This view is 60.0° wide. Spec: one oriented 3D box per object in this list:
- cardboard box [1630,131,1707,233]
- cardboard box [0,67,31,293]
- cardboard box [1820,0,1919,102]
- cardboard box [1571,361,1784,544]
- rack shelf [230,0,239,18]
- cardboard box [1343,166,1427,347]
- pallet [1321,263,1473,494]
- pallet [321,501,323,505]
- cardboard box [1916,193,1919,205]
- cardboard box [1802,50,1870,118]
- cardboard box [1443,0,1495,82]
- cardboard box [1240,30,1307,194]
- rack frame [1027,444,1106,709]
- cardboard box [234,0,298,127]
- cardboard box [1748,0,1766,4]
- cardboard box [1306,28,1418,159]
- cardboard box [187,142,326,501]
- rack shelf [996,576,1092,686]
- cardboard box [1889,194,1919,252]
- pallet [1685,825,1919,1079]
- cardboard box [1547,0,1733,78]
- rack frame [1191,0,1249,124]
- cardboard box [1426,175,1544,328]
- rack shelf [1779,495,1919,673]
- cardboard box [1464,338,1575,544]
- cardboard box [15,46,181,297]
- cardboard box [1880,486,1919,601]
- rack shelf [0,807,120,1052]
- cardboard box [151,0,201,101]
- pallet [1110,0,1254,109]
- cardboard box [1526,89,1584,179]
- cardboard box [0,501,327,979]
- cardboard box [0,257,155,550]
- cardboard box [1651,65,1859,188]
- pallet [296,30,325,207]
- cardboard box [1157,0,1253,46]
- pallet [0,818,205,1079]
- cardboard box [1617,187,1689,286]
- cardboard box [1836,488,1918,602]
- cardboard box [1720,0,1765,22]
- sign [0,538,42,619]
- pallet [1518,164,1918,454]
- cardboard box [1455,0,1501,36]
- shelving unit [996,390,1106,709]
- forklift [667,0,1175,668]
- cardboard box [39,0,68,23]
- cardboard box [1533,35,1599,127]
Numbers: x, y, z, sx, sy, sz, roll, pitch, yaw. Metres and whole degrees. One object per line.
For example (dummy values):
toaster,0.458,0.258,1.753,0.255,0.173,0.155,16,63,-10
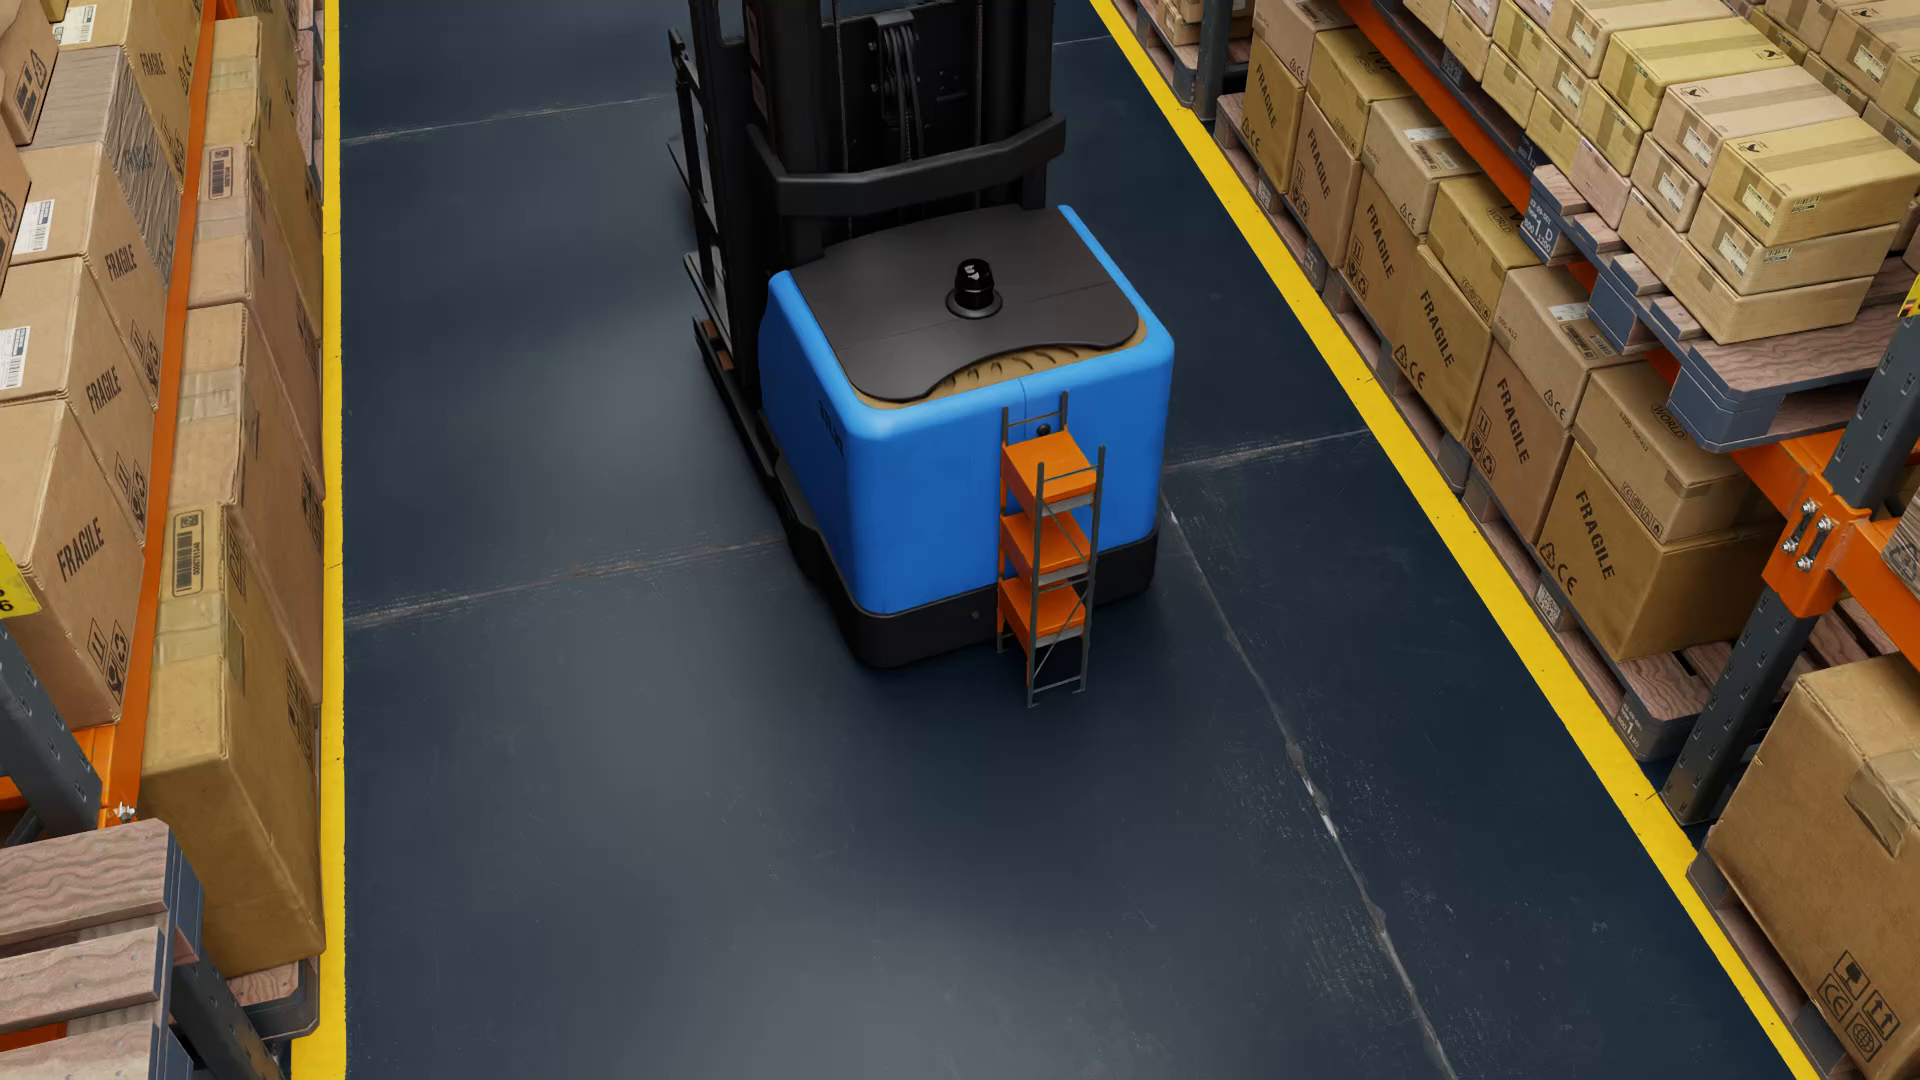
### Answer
cardboard box,1.959,-0.936,4.241,0.380,0.149,0.250,-9,46,-9
cardboard box,-2.561,-0.838,3.699,0.797,0.503,0.637,-10,46,-9
cardboard box,2.535,-1.308,4.397,0.380,0.149,0.250,-11,47,-11
cardboard box,2.167,-0.290,4.865,0.500,0.250,0.500,-12,47,-11
rack shelf,-3.761,-3.385,7.471,1.077,0.370,4.000,-11,47,-10
cardboard box,1.789,-1.082,6.166,0.500,0.500,0.500,-10,46,-10
pallet,2.088,-0.736,6.323,1.003,0.211,1.213,-11,47,-10
pallet,-2.663,0.083,5.521,1.003,0.211,1.213,-11,47,-10
cardboard box,2.666,-0.865,4.171,0.380,0.149,0.250,-9,46,-9
cardboard box,2.523,-1.235,4.534,0.380,0.149,0.250,-12,47,-12
cardboard box,1.702,-1.533,5.034,0.380,0.149,0.250,-9,46,-9
cardboard box,1.504,-1.806,6.876,0.500,0.500,0.500,-9,46,-9
rack frame,0.304,0.135,4.883,0.200,1.050,0.008,-16,48,-15
cardboard box,-3.341,-2.129,6.930,0.875,0.875,0.875,-11,47,-10
cardboard box,2.396,-1.678,4.759,0.380,0.149,0.250,-9,46,-8
cardboard box,1.644,-1.702,6.249,0.500,0.250,0.500,-10,46,-9
cardboard box,-2.836,-0.604,5.435,1.225,0.875,0.875,-12,47,-12
rack shelf,0.258,0.256,5.168,0.215,0.259,0.240,-16,48,-15
cardboard box,2.608,-0.921,4.435,0.380,0.149,0.250,-9,46,-8
pallet,2.725,1.203,4.423,1.003,0.211,1.213,-11,47,-10
cardboard box,1.826,-1.391,4.479,0.380,0.149,0.250,-9,46,-9
rack frame,1.572,-3.093,6.681,1.000,3.000,0.127,-11,47,-10
cardboard box,1.912,-0.990,5.552,0.500,0.250,0.500,-10,46,-9
rack shelf,3.108,1.301,2.878,1.077,0.370,4.000,-11,47,-10
cardboard box,2.045,-0.369,5.468,0.500,0.500,0.500,-9,46,-9
cardboard box,-2.481,-0.969,4.529,0.500,0.500,0.500,-11,47,-10
cardboard box,2.450,-0.007,3.587,0.500,0.500,0.500,-10,46,-10
rack shelf,-1.713,2.138,2.058,1.077,0.370,4.000,-11,47,-10
cardboard box,-2.745,-1.675,5.221,0.500,0.500,0.500,-9,46,-9
pallet,1.365,-2.574,8.125,1.003,0.211,1.213,-11,47,-10
cardboard box,1.837,-1.169,4.677,0.380,0.149,0.250,-11,47,-11
cardboard box,-2.381,0.622,4.234,1.225,0.875,0.875,-13,47,-12
cardboard box,-2.221,-0.270,3.844,0.500,0.500,0.500,-12,47,-11
cardboard box,1.965,-1.027,4.121,0.380,0.149,0.250,-11,47,-11
pallet,-3.368,-1.819,7.385,1.003,0.211,1.213,-11,47,-10
cardboard box,1.142,-2.450,7.753,0.380,0.149,0.250,-10,46,-10
pallet,-1.939,1.046,2.759,1.213,0.211,1.003,-11,47,-10
cardboard box,1.963,-0.819,4.334,0.380,0.149,0.250,-11,47,-10
cardboard box,2.661,-0.138,5.241,0.500,0.500,0.500,-13,47,-12
cardboard box,2.395,-1.582,4.873,0.380,0.149,0.250,-11,47,-10
sign,-1.703,0.023,2.872,0.100,0.325,0.005,-11,47,-10
pallet,2.310,-0.737,4.506,1.213,0.211,1.003,-11,47,-10
cardboard box,1.697,-1.642,4.933,0.380,0.149,0.250,-10,46,-9
shelving unit,0.258,0.054,4.962,0.215,1.050,0.252,-16,48,-15
forklift,-0.376,-1.691,5.355,1.130,2.935,3.031,-16,48,-15
cardboard box,-2.913,-1.726,4.569,0.797,0.503,0.637,-10,46,-10
cardboard box,1.826,-1.290,4.588,0.380,0.149,0.250,-11,47,-10
